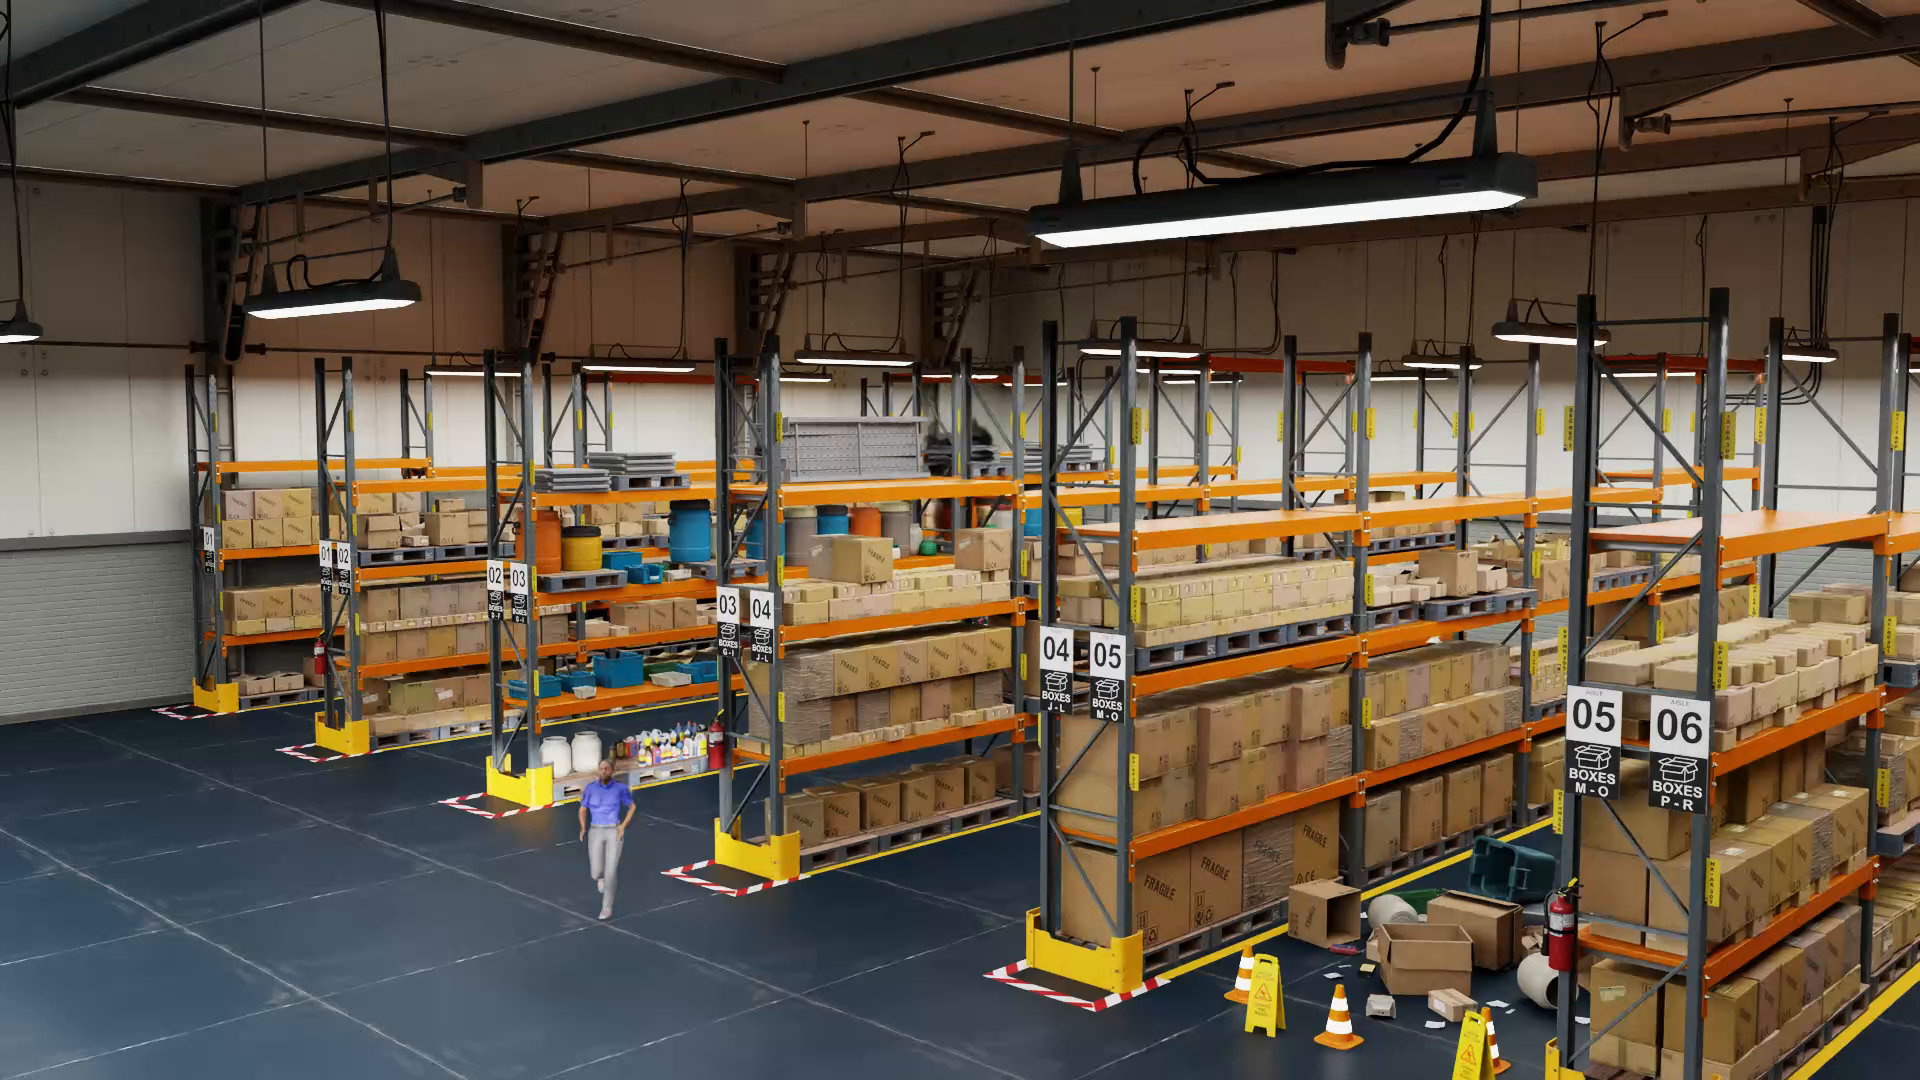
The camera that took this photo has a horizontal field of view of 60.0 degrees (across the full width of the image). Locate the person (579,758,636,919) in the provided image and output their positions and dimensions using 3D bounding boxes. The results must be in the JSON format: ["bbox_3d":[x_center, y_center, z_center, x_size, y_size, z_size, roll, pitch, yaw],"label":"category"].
[{"bbox_3d":[-3.652,3.060,17.238,0.587,1.616,0.605,0,4,-4],"label":"person"}]

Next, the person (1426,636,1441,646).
[{"bbox_3d":[7.219,2.346,25.240,0.689,1.785,0.926,4,6,43],"label":"person"}]
